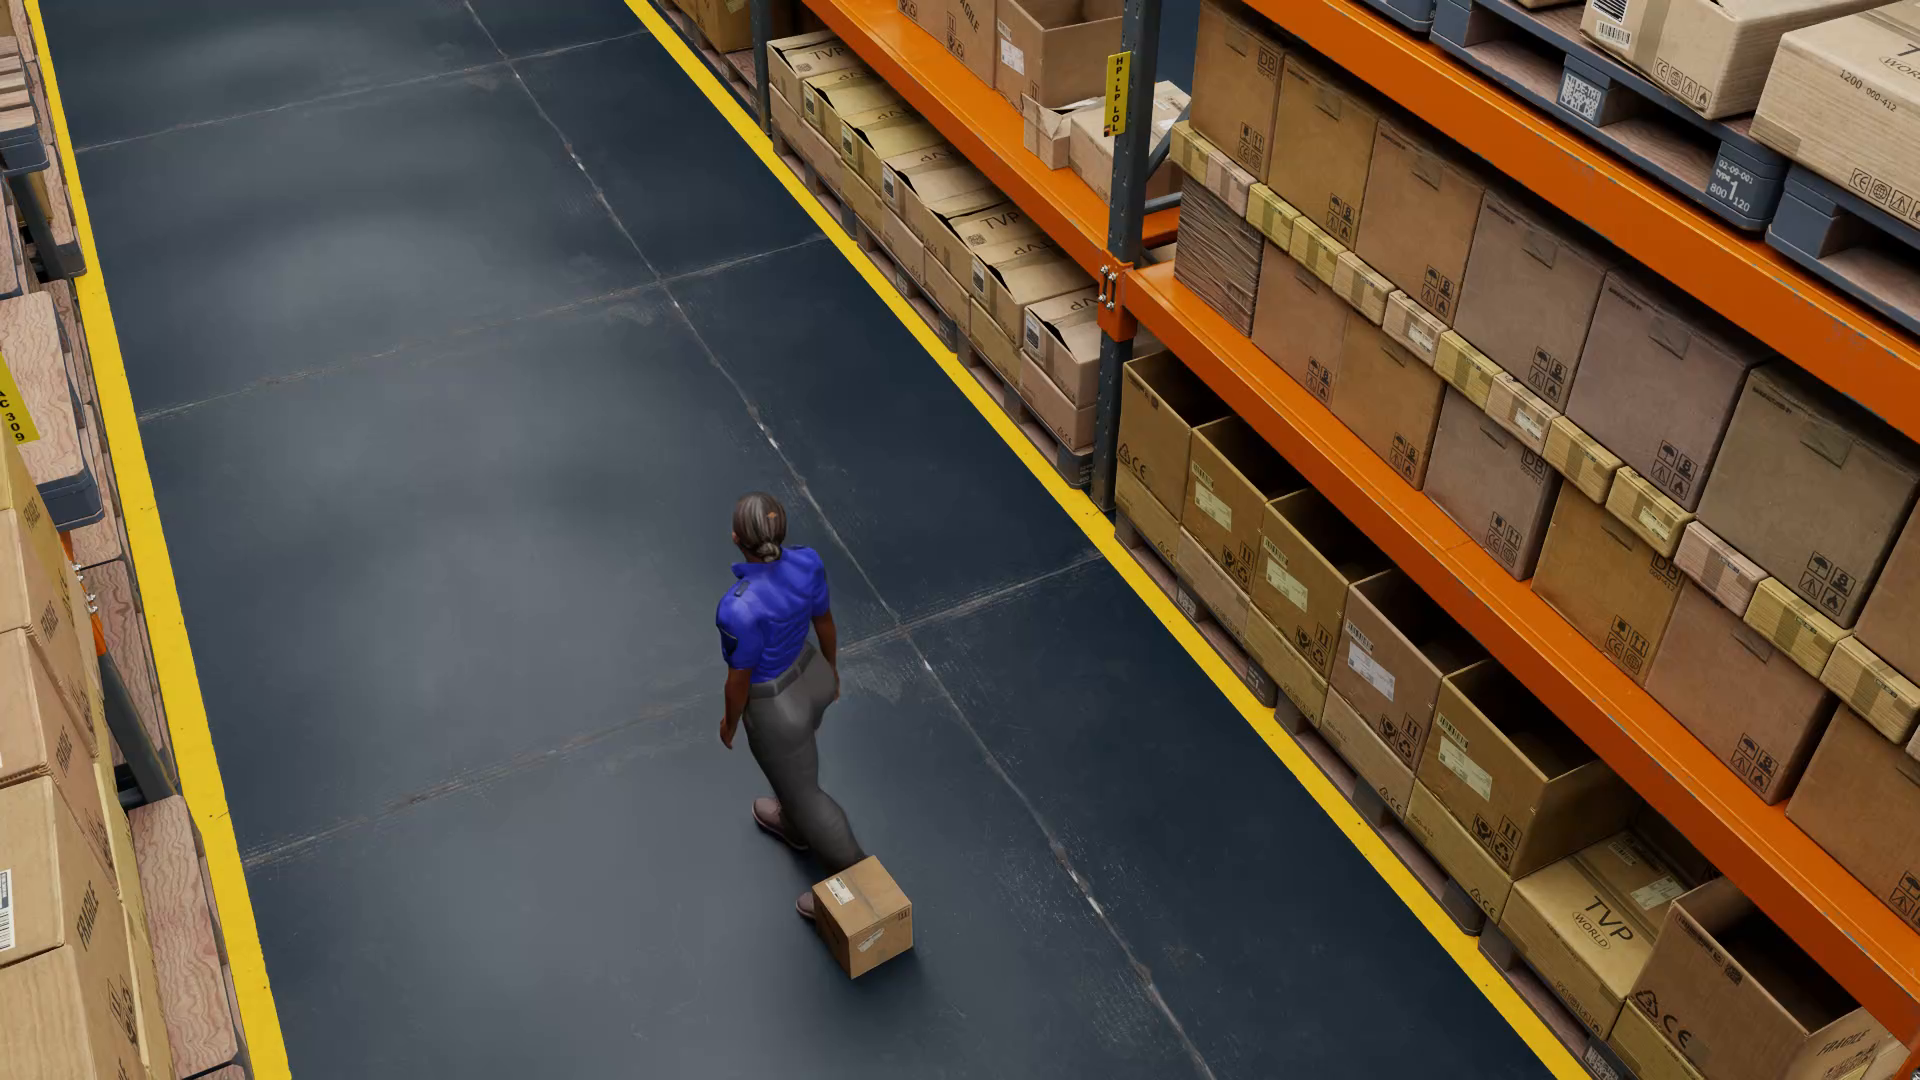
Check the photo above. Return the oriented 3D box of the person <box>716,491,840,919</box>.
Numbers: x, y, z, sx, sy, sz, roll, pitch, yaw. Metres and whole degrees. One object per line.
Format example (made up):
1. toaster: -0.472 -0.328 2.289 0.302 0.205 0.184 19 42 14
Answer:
1. person: -0.551 0.546 5.542 0.606 1.641 0.504 20 45 21
